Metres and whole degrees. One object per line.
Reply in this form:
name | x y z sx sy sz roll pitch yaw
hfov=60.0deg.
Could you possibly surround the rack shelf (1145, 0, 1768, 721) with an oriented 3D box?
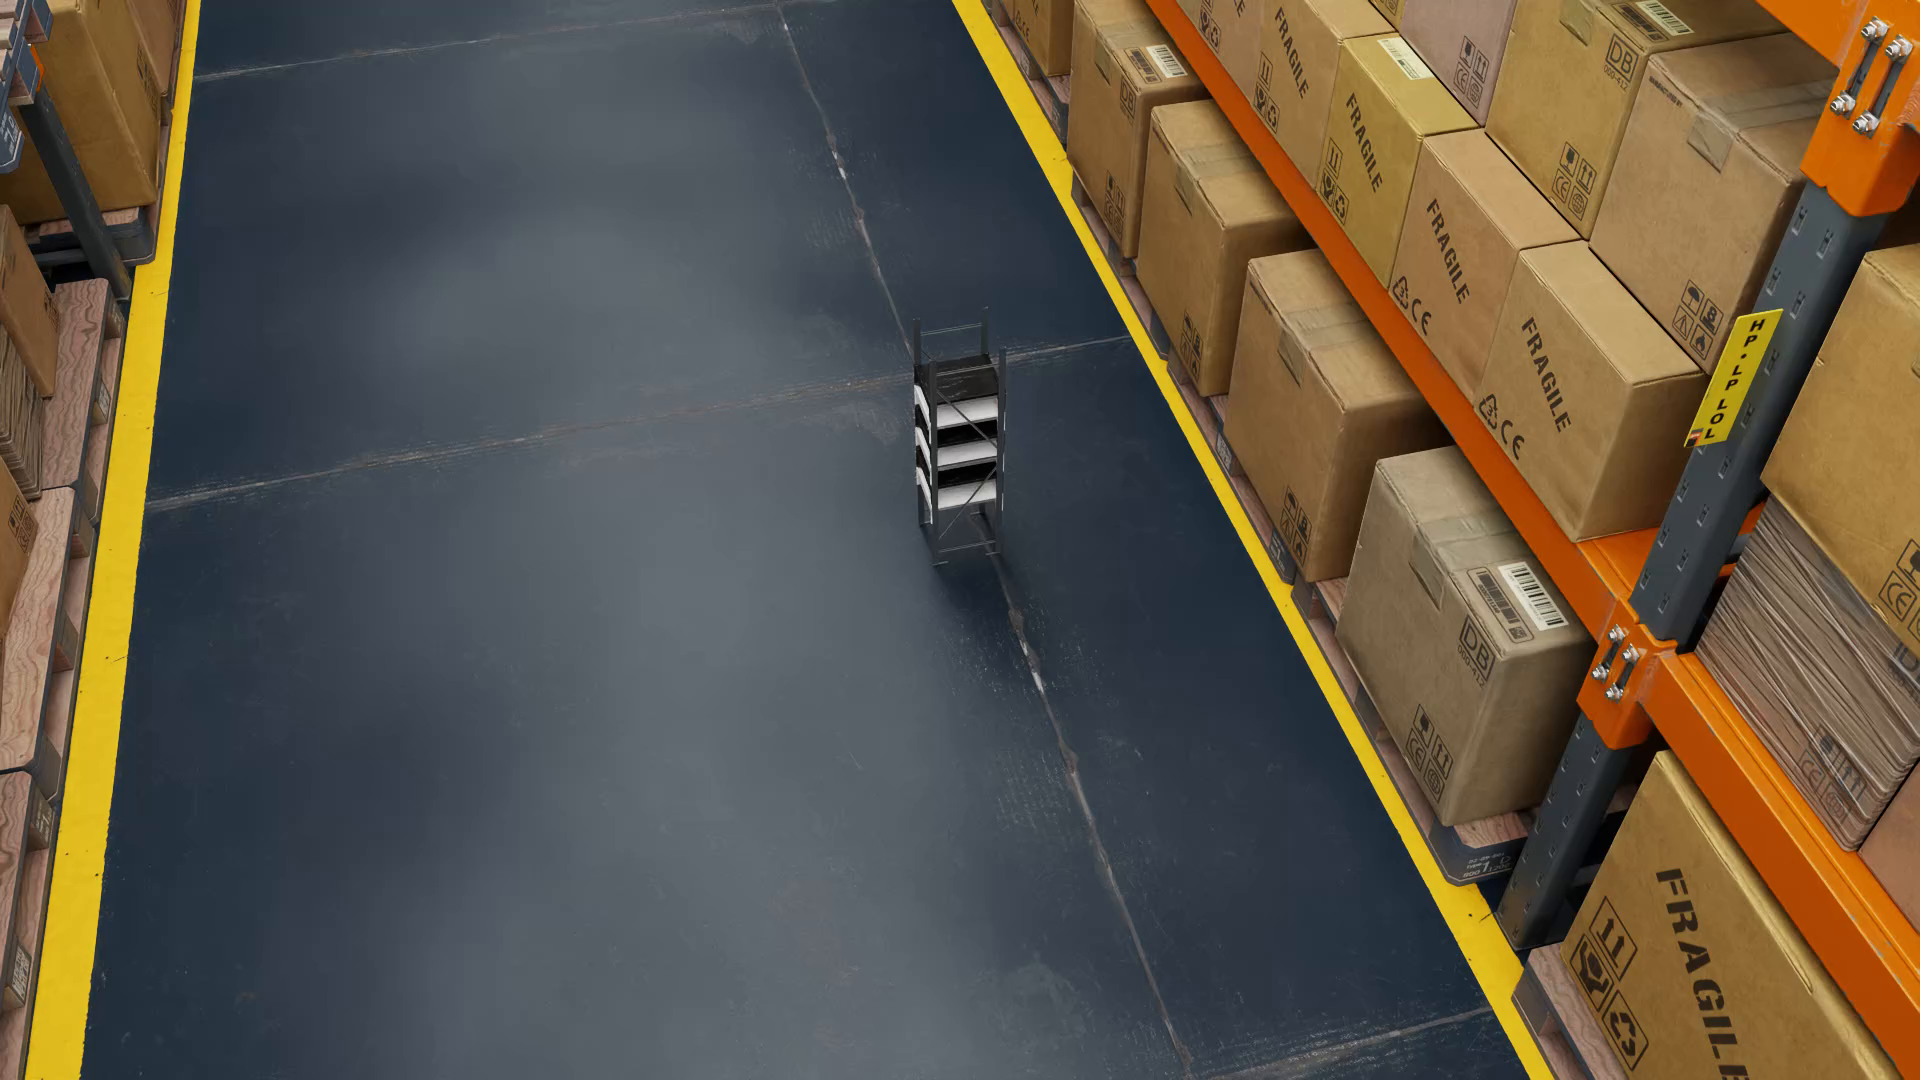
rack shelf | 1.496 -1.164 5.294 1.077 0.370 4.000 -11 47 -10

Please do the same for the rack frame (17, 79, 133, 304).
rack frame | -3.837 -1.959 5.570 1.000 3.000 0.127 -11 47 -10

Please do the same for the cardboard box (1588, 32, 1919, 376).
cardboard box | 1.875 -0.761 3.626 0.700 0.500 0.500 -11 47 -11

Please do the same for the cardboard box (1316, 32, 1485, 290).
cardboard box | 1.357 -1.079 4.637 0.500 0.500 0.500 -10 46 -10

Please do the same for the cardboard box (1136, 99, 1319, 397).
cardboard box | 1.280 -1.116 6.025 1.050 0.750 0.750 -10 46 -10

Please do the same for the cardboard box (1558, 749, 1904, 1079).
cardboard box | 2.101 1.009 3.855 0.875 0.875 0.875 -10 46 -10

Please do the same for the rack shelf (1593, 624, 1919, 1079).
rack shelf | 2.520 1.598 2.587 1.077 0.370 4.000 -11 47 -10

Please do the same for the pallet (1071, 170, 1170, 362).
pallet | 1.113 -1.262 6.839 1.003 0.211 1.213 -11 47 -10

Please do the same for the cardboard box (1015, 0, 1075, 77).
cardboard box | 0.562 -2.475 7.531 0.500 0.500 0.500 -11 47 -11

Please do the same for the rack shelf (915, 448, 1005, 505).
rack shelf | -0.002 -0.234 5.522 0.258 0.077 0.200 -11 47 -10

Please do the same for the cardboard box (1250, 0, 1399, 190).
cardboard box | 1.225 -1.429 4.980 0.500 0.500 0.500 -11 47 -11

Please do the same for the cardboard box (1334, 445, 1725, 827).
cardboard box | 1.762 0.194 4.741 1.050 0.750 0.750 -11 47 -11

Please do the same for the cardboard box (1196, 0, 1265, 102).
cardboard box | 1.099 -1.773 5.318 0.500 0.500 0.500 -11 47 -10

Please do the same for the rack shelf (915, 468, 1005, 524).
rack shelf | -0.002 -0.171 5.586 0.258 0.077 0.200 -11 47 -10

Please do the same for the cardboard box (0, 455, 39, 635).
cardboard box | -3.340 -0.009 5.100 0.700 0.500 0.500 -7 46 -7

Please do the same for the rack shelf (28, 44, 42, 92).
rack shelf | -3.325 -0.327 4.474 1.077 0.370 4.000 -11 47 -10

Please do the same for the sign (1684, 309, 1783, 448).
sign | 1.486 -0.306 3.195 0.100 0.325 0.005 -11 47 -10

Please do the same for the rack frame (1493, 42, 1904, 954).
rack frame | 2.008 -0.035 3.684 1.000 3.000 0.127 -11 47 -10

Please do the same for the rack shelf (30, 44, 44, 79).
rack shelf | -4.349 -3.088 7.180 1.077 0.370 4.000 -11 47 -10

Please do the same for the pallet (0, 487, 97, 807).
pallet | -3.330 0.397 5.213 1.003 0.211 1.213 -11 47 -10

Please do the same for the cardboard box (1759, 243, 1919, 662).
cardboard box | 2.069 -0.204 2.989 0.875 0.550 0.550 -11 47 -10

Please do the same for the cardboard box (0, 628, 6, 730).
cardboard box | -3.197 0.377 4.723 0.700 0.500 0.500 -14 47 -14

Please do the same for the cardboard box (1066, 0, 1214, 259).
cardboard box | 1.053 -1.719 6.616 1.050 0.750 0.750 -11 47 -11

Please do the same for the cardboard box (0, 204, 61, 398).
cardboard box | -3.646 -0.779 5.856 0.700 0.500 0.500 -13 47 -12

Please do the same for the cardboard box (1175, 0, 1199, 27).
cardboard box | 0.970 -2.121 5.659 0.500 0.500 0.500 -11 47 -11

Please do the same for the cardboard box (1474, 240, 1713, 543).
cardboard box | 1.616 -0.381 3.953 0.500 0.500 0.500 -11 47 -11

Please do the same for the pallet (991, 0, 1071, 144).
pallet | 0.785 -2.360 7.915 1.003 0.211 1.213 -11 47 -10

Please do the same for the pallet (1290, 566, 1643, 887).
pallet | 1.737 0.422 5.188 1.003 0.211 1.213 -11 47 -10

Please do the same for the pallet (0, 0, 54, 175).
pallet | -3.552 -1.420 5.175 1.213 0.211 1.003 -11 47 -10

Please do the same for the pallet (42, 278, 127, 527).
pallet | -3.638 -0.443 6.037 1.003 0.211 1.213 -11 47 -10

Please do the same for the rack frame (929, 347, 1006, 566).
rack frame | 0.024 -0.250 5.365 0.240 0.900 0.006 -11 47 -10

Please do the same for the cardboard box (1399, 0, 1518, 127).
cardboard box | 1.612 -1.465 4.315 0.700 0.500 0.500 -10 46 -10

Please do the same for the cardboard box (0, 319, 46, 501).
cardboard box | -3.492 -0.399 5.483 0.700 0.500 0.500 -14 47 -14

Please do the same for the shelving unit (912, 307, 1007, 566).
shelving unit | -0.002 -0.321 5.434 0.258 0.900 0.210 -11 47 -10

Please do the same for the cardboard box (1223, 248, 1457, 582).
cardboard box | 1.518 -0.473 5.395 1.050 0.750 0.750 -11 47 -10

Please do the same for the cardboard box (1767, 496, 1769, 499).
cardboard box | 2.133 -0.482 4.052 0.500 0.500 0.500 -10 46 -10

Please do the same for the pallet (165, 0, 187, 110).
pallet | -4.275 -2.382 7.937 1.003 0.211 1.213 -11 47 -10

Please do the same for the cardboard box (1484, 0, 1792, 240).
cardboard box | 1.741 -1.116 3.974 0.700 0.500 0.500 -11 47 -11

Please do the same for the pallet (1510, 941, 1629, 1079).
pallet | 2.127 1.481 4.151 1.003 0.211 1.213 -11 47 -10

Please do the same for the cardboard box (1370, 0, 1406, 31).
cardboard box | 1.484 -1.814 4.657 0.700 0.500 0.500 -11 47 -11

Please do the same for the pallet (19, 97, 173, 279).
pallet | -3.966 -1.541 7.113 1.003 0.211 1.213 -11 47 -10

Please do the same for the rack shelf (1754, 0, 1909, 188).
rack shelf | 1.496 -2.214 4.223 1.077 0.370 4.000 -11 47 -10

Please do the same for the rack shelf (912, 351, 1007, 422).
rack shelf | -0.002 -0.486 5.265 0.258 0.077 0.200 -11 47 -10

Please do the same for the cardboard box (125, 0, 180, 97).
cardboard box | -4.214 -2.460 7.254 1.225 0.875 0.875 -11 47 -10

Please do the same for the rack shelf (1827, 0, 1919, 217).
rack shelf | 2.520 0.548 1.516 1.077 0.370 4.000 -11 47 -10

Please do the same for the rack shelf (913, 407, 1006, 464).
rack shelf | -0.002 -0.360 5.394 0.258 0.077 0.200 -11 47 -10

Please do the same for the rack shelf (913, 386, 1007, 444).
rack shelf | -0.002 -0.423 5.329 0.258 0.077 0.200 -11 47 -10

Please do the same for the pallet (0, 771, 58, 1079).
pallet | -3.014 1.241 4.386 1.003 0.211 1.213 -11 47 -10

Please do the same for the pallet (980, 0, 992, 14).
pallet | 0.476 -3.201 8.739 1.003 0.211 1.213 -11 47 -10

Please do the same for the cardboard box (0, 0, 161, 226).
cardboard box | -3.994 -1.843 6.649 1.225 0.875 0.875 -13 47 -12

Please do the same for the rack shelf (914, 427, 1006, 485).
rack shelf | -0.002 -0.297 5.458 0.258 0.077 0.200 -11 47 -10

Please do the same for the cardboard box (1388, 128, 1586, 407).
cardboard box | 1.486 -0.730 4.295 0.500 0.500 0.500 -11 47 -11

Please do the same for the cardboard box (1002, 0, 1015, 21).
cardboard box | 0.433 -2.834 7.883 0.500 0.500 0.500 -9 46 -9

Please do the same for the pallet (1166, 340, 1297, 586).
pallet | 1.421 -0.422 6.015 1.003 0.211 1.213 -11 47 -10

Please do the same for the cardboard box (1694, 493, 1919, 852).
cardboard box | 2.114 0.165 3.383 0.875 0.550 0.550 -11 47 -10

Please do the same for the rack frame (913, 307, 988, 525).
rack frame | -0.028 -0.391 5.503 0.240 0.900 0.006 -11 47 -10

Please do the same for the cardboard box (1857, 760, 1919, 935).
cardboard box | 2.276 0.541 3.015 0.875 0.550 0.550 -11 47 -10
